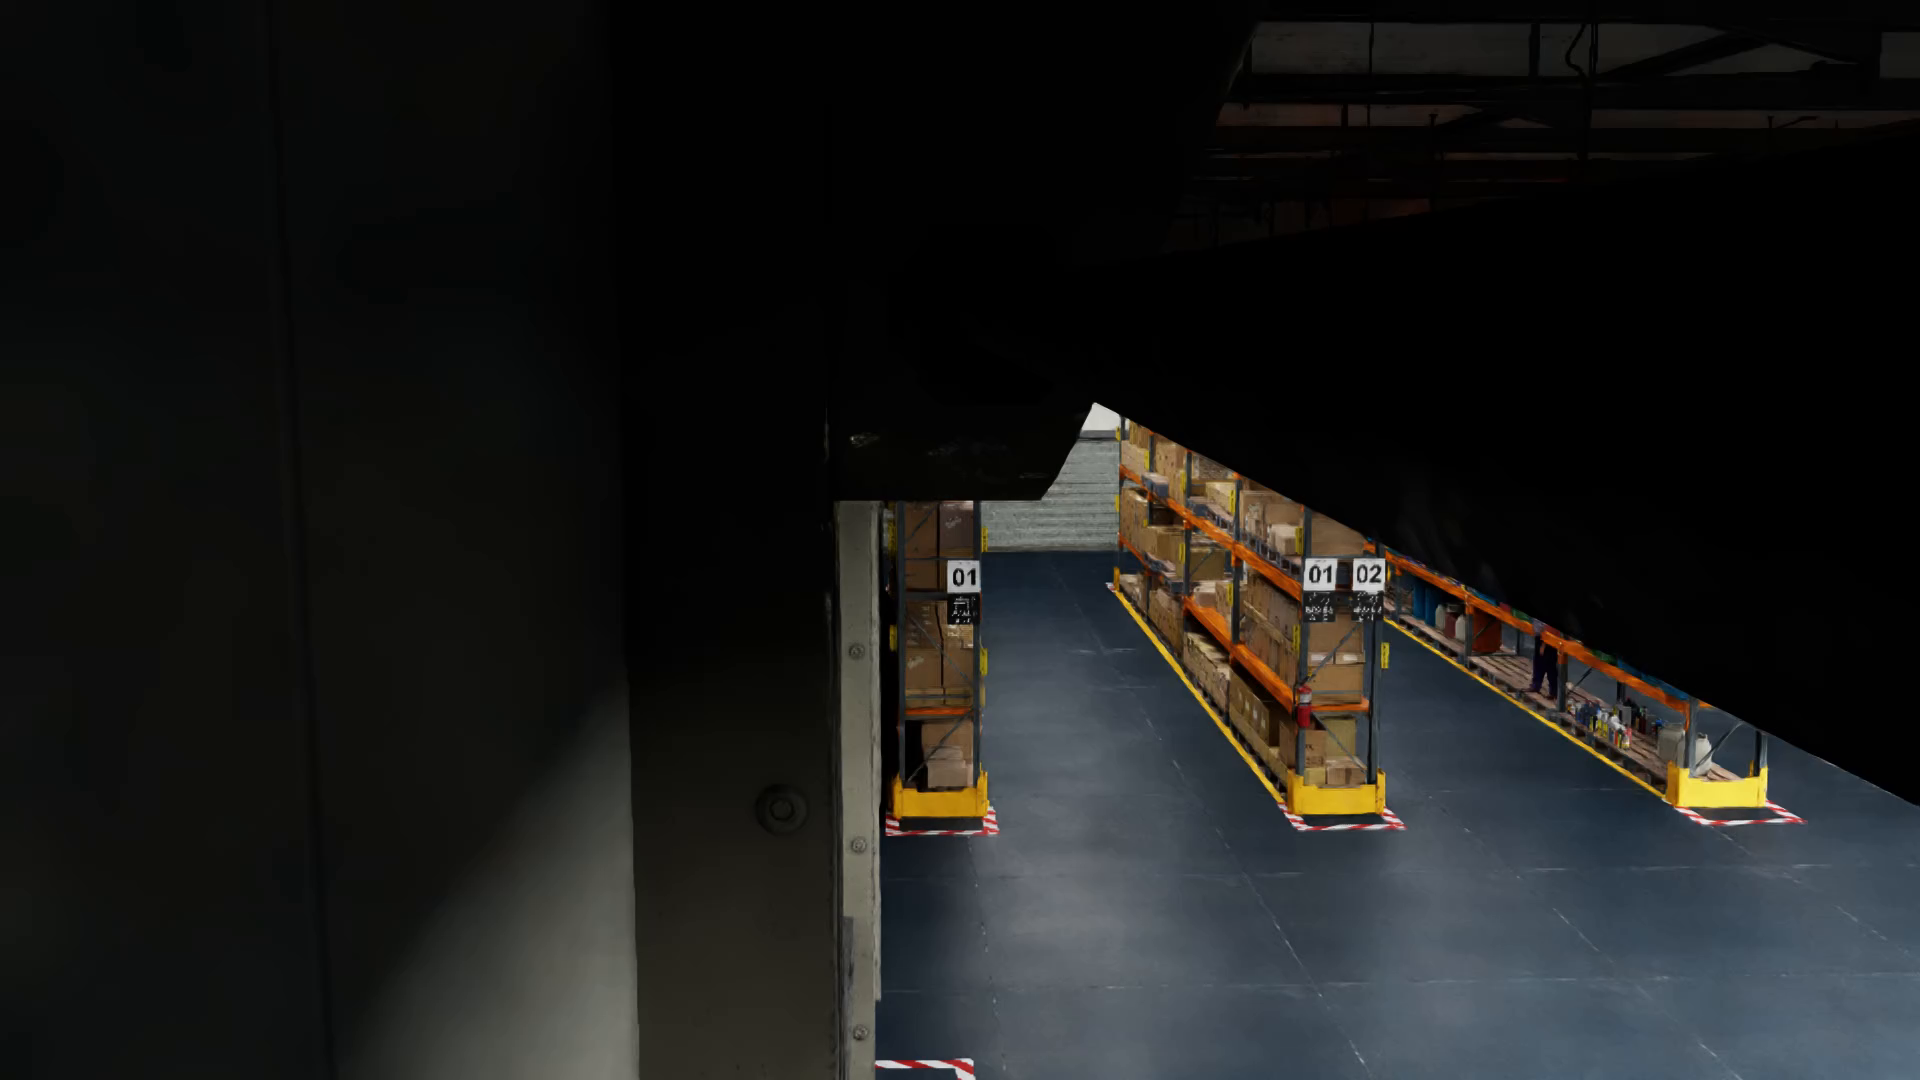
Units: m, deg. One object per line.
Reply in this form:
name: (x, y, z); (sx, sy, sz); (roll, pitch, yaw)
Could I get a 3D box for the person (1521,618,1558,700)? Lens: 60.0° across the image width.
person: (9.015, 1.610, 25.735); (0.530, 1.634, 0.591); (1, 8, 8)

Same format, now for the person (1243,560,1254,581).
person: (5.715, 0.802, 32.937); (0.497, 1.583, 1.090); (0, 8, 0)
